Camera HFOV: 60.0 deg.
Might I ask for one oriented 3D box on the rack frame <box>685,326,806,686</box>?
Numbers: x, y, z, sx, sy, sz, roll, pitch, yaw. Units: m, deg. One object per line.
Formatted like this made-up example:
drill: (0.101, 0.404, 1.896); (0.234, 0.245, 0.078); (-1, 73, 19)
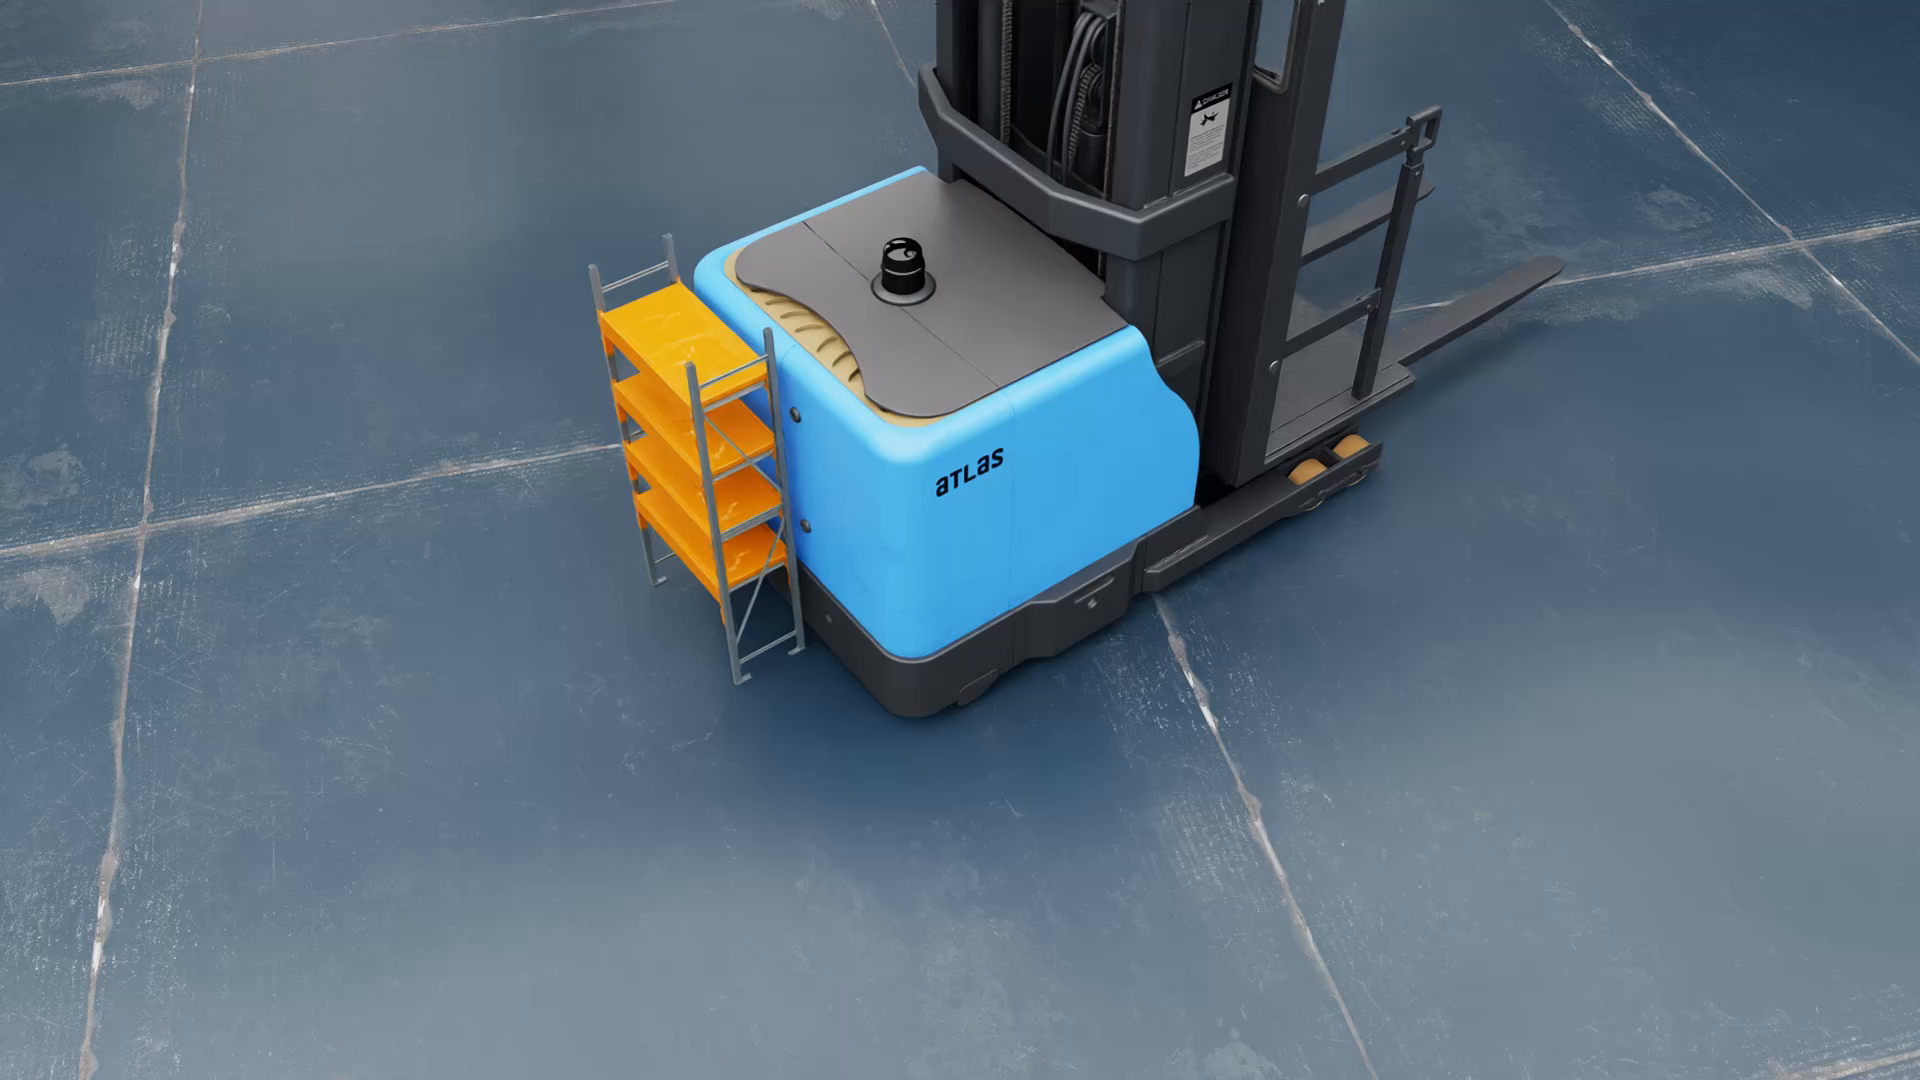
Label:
rack frame: (-0.559, -0.050, 4.459); (0.240, 1.200, 0.015); (-28, 52, -25)

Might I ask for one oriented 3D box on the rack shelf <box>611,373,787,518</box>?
rack shelf: (-0.706, -0.299, 4.484); (0.258, 0.148, 0.480); (-28, 52, -25)

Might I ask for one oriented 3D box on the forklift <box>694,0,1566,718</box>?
forklift: (0.744, -1.395, 4.565); (3.031, 2.935, 1.130); (-28, 52, -25)

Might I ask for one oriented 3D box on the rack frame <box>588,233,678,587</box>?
rack frame: (-0.852, -0.329, 4.732); (0.240, 1.200, 0.015); (-28, 52, -25)

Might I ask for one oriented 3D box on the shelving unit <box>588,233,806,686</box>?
shelving unit: (-0.706, -0.190, 4.596); (0.258, 1.200, 0.503); (-28, 52, -25)

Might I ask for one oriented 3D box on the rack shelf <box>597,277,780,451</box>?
rack shelf: (-0.706, -0.465, 4.315); (0.258, 0.148, 0.480); (-28, 52, -25)

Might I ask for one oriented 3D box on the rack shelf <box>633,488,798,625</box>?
rack shelf: (-0.705, -0.004, 4.786); (0.258, 0.148, 0.480); (-28, 52, -25)

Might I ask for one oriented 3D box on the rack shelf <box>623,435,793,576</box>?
rack shelf: (-0.706, -0.143, 4.644); (0.258, 0.148, 0.480); (-28, 52, -25)
